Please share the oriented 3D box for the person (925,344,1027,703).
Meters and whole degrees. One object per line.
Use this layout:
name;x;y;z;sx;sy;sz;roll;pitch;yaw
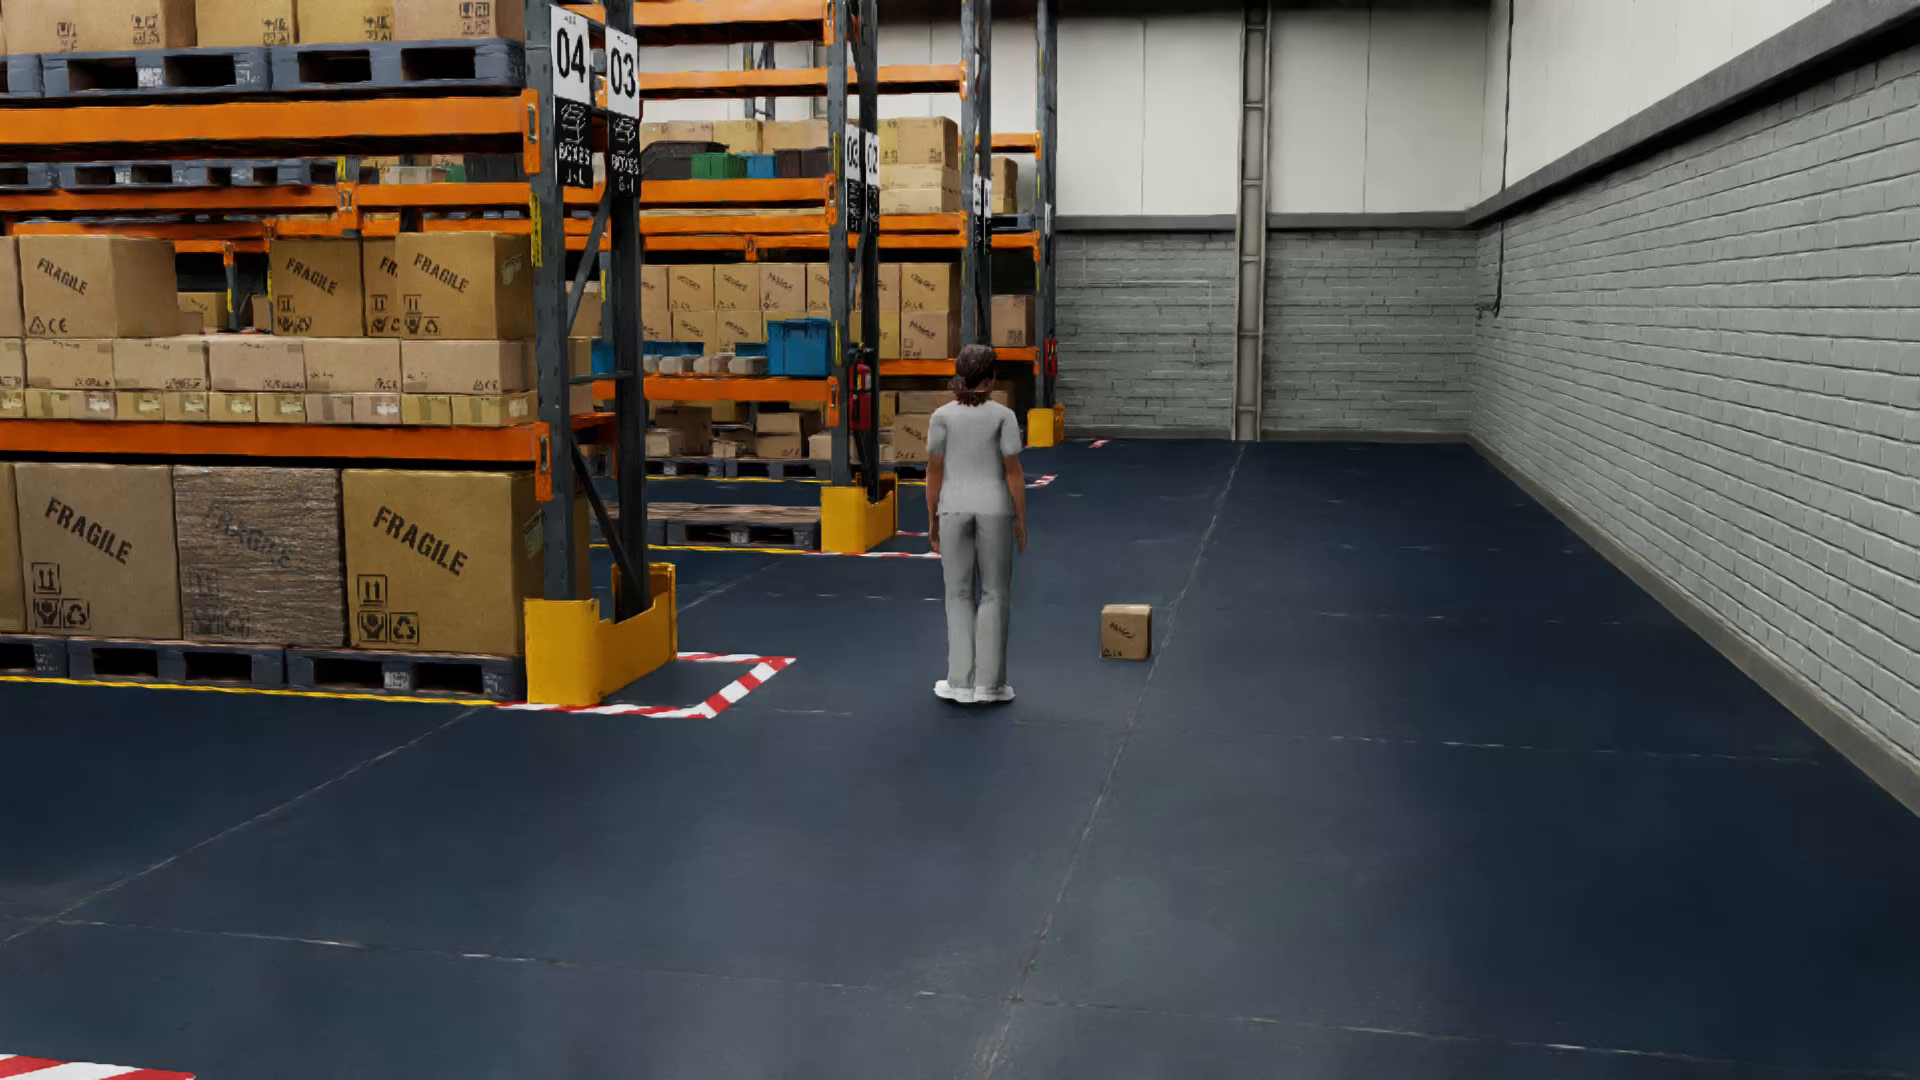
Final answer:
person;0.076;-0.072;7.771;0.476;1.679;0.360;0;8;1
